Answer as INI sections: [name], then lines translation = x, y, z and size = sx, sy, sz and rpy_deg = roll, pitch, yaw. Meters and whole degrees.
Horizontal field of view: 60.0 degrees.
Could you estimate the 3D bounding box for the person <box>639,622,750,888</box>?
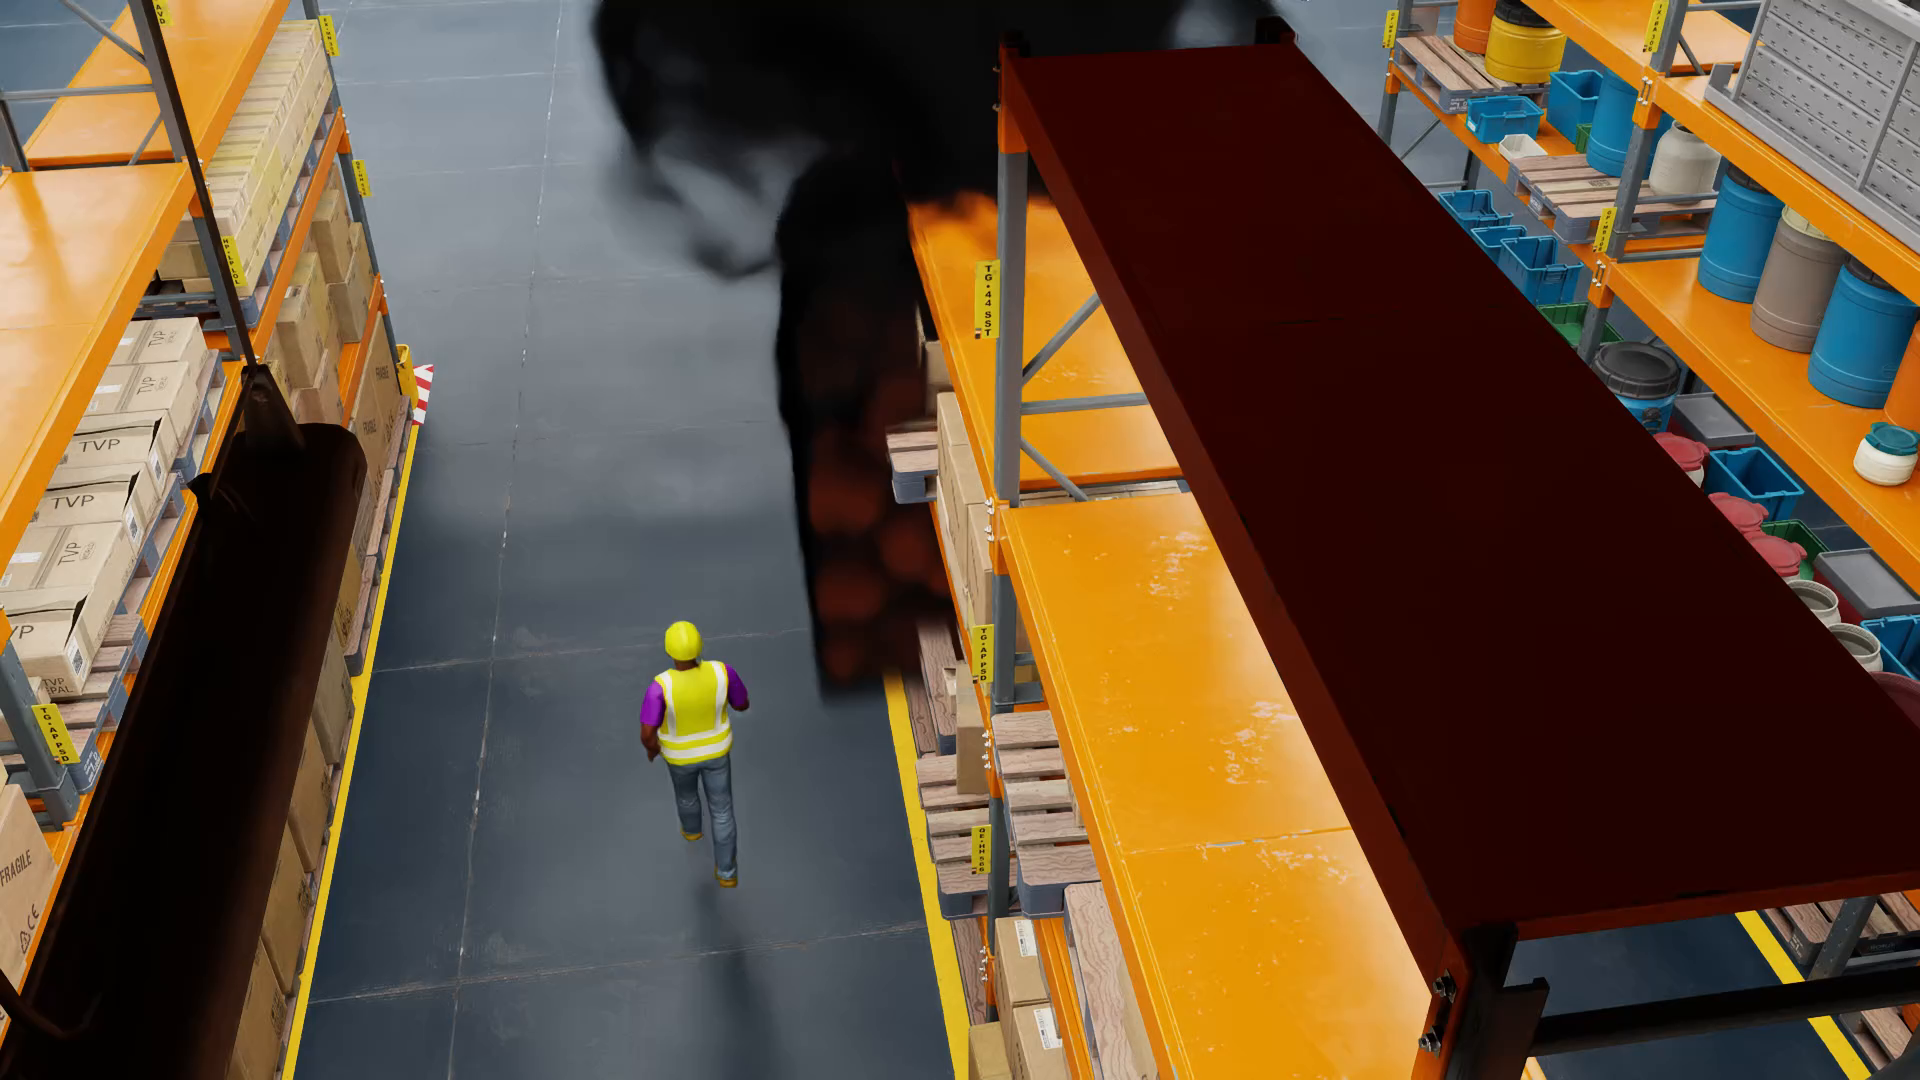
[person]
translation = -1.534, 1.247, 9.788
size = 0.650, 1.837, 0.817
rpy_deg = -9, 37, -12
